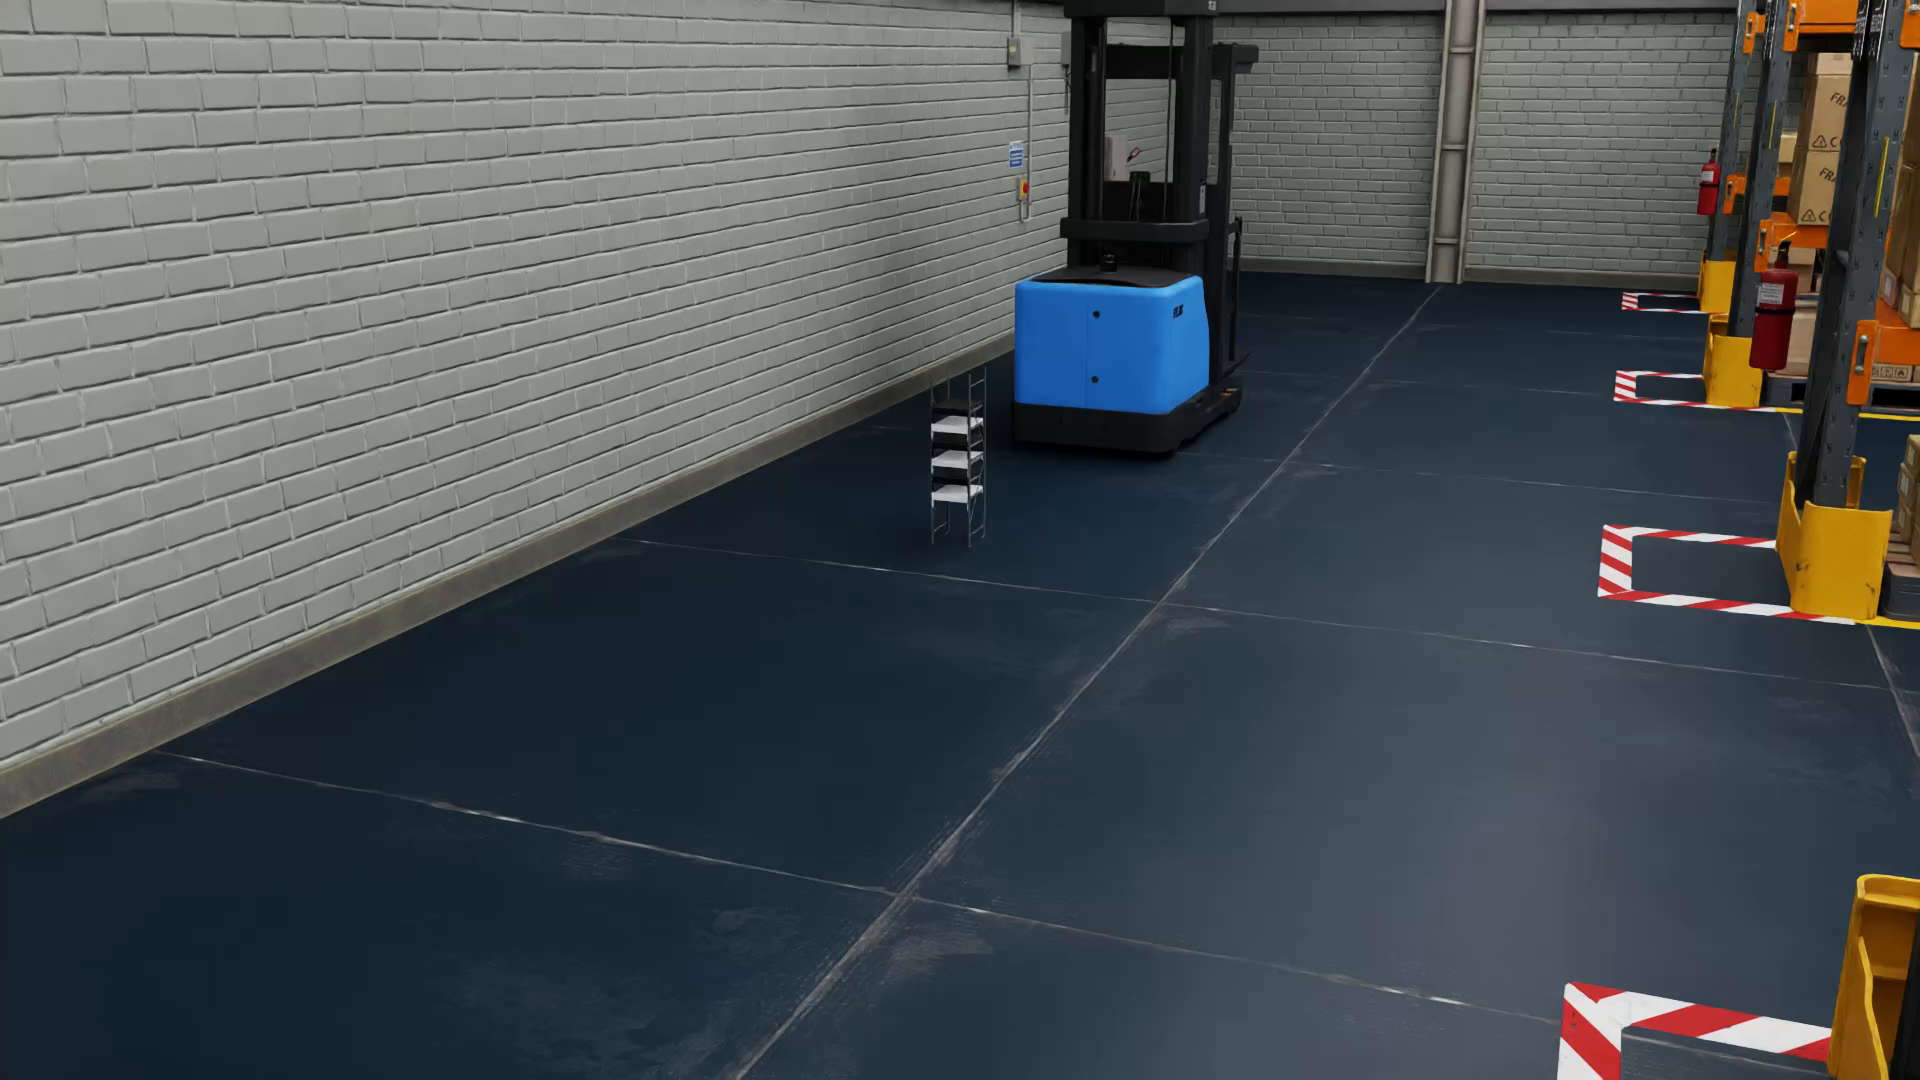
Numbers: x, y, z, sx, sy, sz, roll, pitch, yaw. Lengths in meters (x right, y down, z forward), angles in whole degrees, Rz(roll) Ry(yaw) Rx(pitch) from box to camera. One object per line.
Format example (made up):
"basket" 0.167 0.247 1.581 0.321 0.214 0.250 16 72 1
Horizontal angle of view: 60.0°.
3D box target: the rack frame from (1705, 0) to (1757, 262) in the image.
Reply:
"rack frame" 7.618 -3.835 16.504 0.127 3.000 1.000 6 17 21

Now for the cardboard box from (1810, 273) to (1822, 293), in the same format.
"cardboard box" 8.533 -2.527 16.358 0.250 0.149 0.380 6 17 18

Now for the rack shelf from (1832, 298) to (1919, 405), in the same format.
"rack shelf" 5.938 -0.703 7.006 4.000 0.370 1.077 6 17 21

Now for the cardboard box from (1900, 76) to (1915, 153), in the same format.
"cardboard box" 6.625 -2.902 11.315 0.500 0.500 0.500 6 17 19

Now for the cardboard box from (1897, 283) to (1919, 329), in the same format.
"cardboard box" 4.259 -1.014 7.238 0.250 0.149 0.380 6 17 20

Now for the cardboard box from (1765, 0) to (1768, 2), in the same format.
"cardboard box" 8.131 -5.372 16.152 0.500 0.250 0.500 6 17 20

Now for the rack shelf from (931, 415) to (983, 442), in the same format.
"rack shelf" -0.008 -0.574 8.510 0.200 0.077 0.258 6 17 21

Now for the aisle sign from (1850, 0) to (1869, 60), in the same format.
"aisle sign" 4.120 -2.587 7.542 0.004 0.787 0.394 6 17 21

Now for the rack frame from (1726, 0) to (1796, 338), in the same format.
"rack frame" 5.800 -2.547 12.068 0.127 3.000 1.000 6 17 21

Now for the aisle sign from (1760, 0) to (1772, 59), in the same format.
"aisle sign" 5.847 -3.884 12.008 0.004 0.787 0.394 6 17 21

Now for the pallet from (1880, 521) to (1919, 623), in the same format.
"pallet" 4.891 0.186 7.655 1.213 0.211 1.003 6 17 21

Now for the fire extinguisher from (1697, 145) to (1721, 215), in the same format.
"fire extinguisher" 7.311 -3.514 16.206 0.183 0.674 0.296 6 17 21

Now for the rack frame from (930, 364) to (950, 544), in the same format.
"rack frame" -0.102 -0.443 8.587 0.006 0.900 0.240 6 17 21

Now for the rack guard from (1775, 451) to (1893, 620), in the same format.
"rack guard" 4.149 -0.045 7.932 0.348 0.500 1.175 6 17 21

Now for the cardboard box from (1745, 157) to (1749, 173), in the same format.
"cardboard box" 8.025 -3.750 16.662 0.250 0.149 0.380 6 17 20

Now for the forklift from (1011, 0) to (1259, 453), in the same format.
"forklift" 1.366 -2.316 11.393 1.130 2.935 3.031 7 17 22

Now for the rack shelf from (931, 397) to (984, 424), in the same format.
"rack shelf" -0.008 -0.660 8.485 0.200 0.077 0.258 6 17 21

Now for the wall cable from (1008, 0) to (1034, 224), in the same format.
"wall cable" 0.546 -3.621 13.888 0.123 1.953 0.585 6 17 21

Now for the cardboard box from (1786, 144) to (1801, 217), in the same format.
"cardboard box" 6.346 -2.615 12.121 0.500 0.500 0.500 6 17 21

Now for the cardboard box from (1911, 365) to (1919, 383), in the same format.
"cardboard box" 7.305 -1.386 11.909 0.875 0.438 0.875 7 18 22

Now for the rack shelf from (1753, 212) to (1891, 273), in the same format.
"rack shelf" 7.661 -1.997 11.464 4.000 0.370 1.077 6 17 21

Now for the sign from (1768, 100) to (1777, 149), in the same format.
"sign" 5.591 -2.858 11.443 0.005 0.325 0.100 6 17 21

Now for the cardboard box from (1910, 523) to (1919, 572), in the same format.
"cardboard box" 4.448 0.051 7.479 0.250 0.149 0.380 7 17 22

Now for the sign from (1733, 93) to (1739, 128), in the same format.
"sign" 7.419 -4.110 15.898 0.005 0.325 0.100 6 17 21

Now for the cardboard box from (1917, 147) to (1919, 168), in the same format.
"cardboard box" 4.398 -1.810 7.020 0.500 0.500 0.500 6 17 20

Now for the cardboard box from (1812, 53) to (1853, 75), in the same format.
"cardboard box" 6.029 -3.279 11.452 0.250 0.149 0.380 7 17 22

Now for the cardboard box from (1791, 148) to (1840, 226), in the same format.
"cardboard box" 6.141 -2.472 11.629 0.500 0.500 0.500 6 17 20

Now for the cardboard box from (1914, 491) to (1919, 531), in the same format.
"cardboard box" 4.471 -0.109 7.494 0.250 0.149 0.380 7 18 23

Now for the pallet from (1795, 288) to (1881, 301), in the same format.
"pallet" 8.431 -2.407 16.586 1.213 0.211 1.003 6 17 21

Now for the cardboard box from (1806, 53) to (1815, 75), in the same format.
"cardboard box" 6.207 -3.402 11.877 0.250 0.149 0.380 7 17 21

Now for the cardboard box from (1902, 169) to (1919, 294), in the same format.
"cardboard box" 4.394 -1.327 7.150 0.500 0.500 0.500 7 18 23

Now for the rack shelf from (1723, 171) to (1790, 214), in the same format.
"rack shelf" 9.478 -3.285 15.899 4.000 0.370 1.077 6 17 21

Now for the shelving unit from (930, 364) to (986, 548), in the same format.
"shelving unit" -0.008 -0.433 8.551 0.210 0.900 0.258 6 17 21

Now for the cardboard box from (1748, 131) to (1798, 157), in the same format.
"cardboard box" 8.143 -3.928 16.558 0.500 0.250 0.500 7 18 22

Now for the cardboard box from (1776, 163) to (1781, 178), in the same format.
"cardboard box" 7.823 -3.610 16.178 0.250 0.149 0.380 6 17 20

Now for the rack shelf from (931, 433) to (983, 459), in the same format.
"rack shelf" -0.008 -0.487 8.535 0.200 0.077 0.258 6 17 21

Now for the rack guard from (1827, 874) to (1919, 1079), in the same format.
"rack guard" 2.142 1.221 3.572 0.348 0.500 1.175 6 17 21

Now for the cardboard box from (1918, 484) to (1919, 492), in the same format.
"cardboard box" 4.441 -0.230 7.378 0.250 0.149 0.380 5 17 18
